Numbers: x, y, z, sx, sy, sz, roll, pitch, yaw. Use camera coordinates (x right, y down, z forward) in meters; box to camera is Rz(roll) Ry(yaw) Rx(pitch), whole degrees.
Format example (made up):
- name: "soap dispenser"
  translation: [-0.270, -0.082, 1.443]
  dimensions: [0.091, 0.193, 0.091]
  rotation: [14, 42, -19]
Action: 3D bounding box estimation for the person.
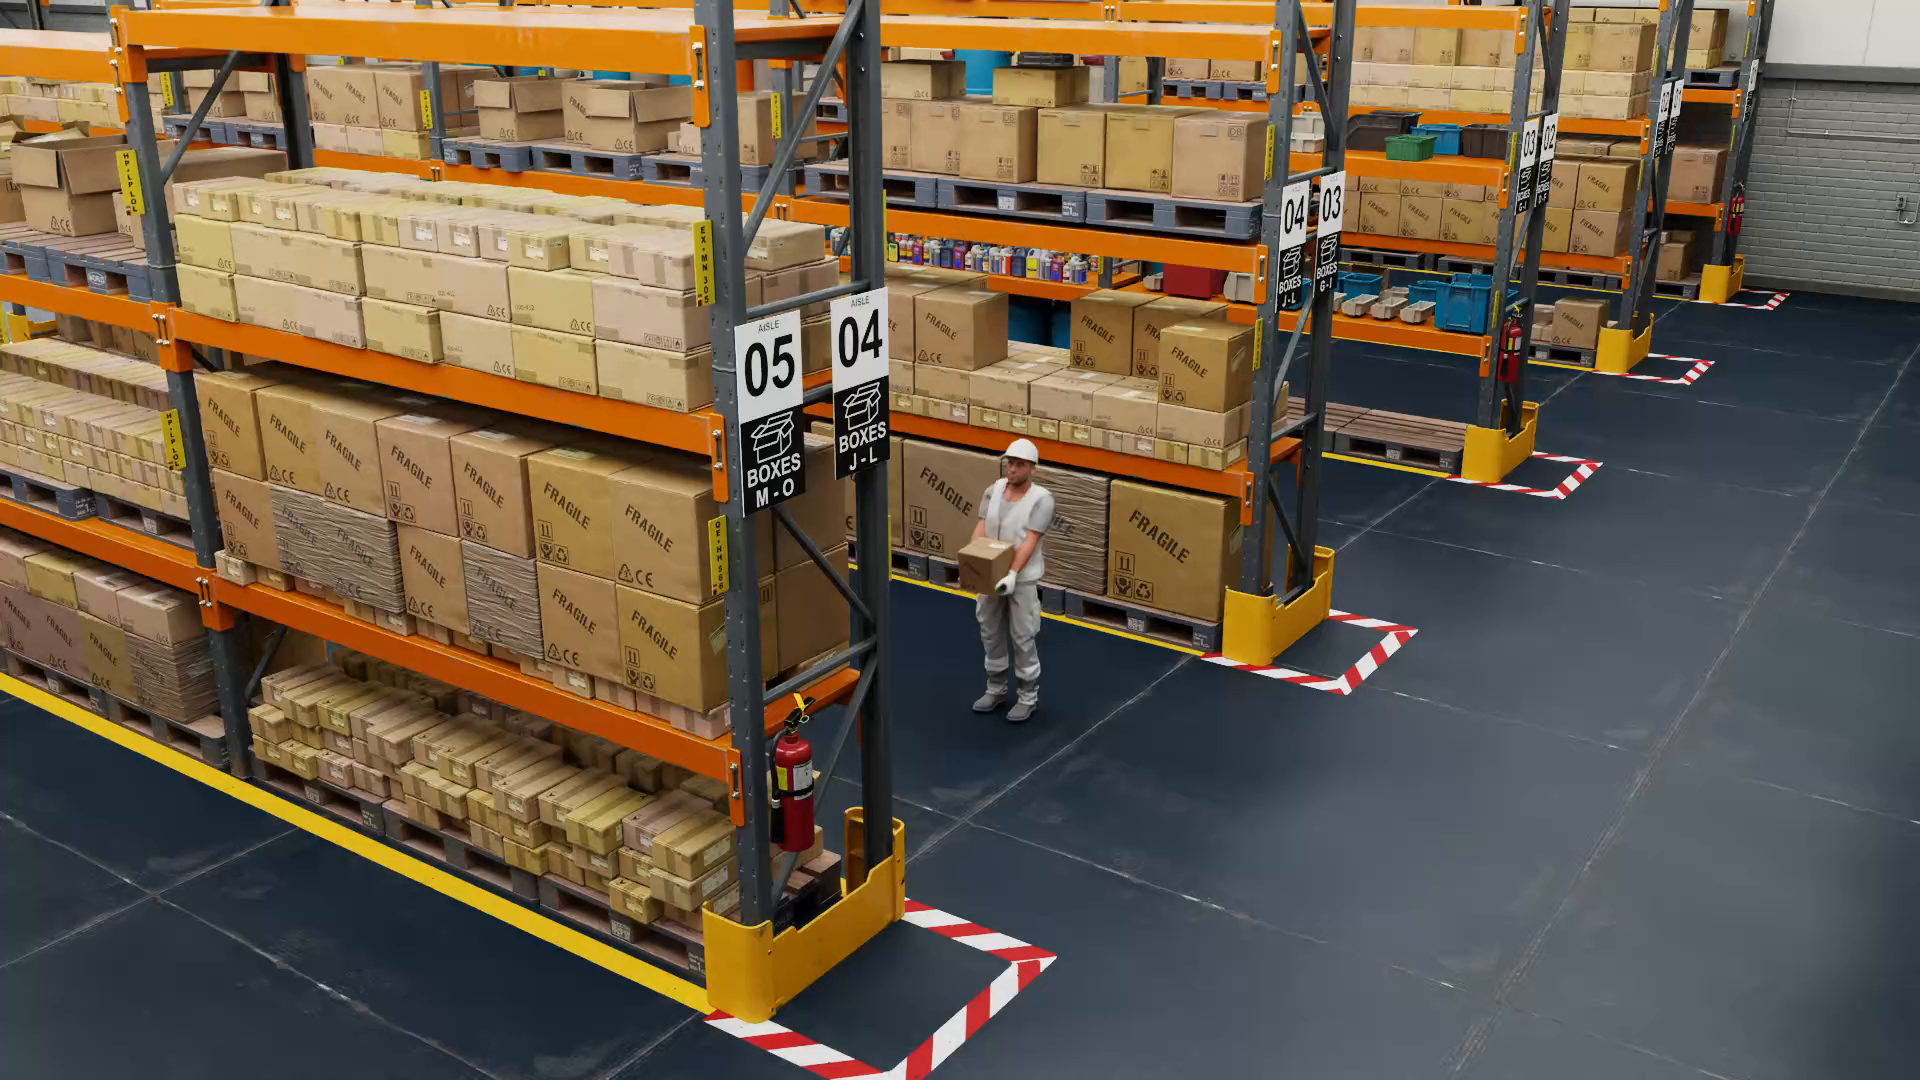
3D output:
- name: "person"
  translation: [0.275, 0.274, 10.277]
  dimensions: [0.494, 1.782, 0.573]
  rotation: [13, 23, 32]
